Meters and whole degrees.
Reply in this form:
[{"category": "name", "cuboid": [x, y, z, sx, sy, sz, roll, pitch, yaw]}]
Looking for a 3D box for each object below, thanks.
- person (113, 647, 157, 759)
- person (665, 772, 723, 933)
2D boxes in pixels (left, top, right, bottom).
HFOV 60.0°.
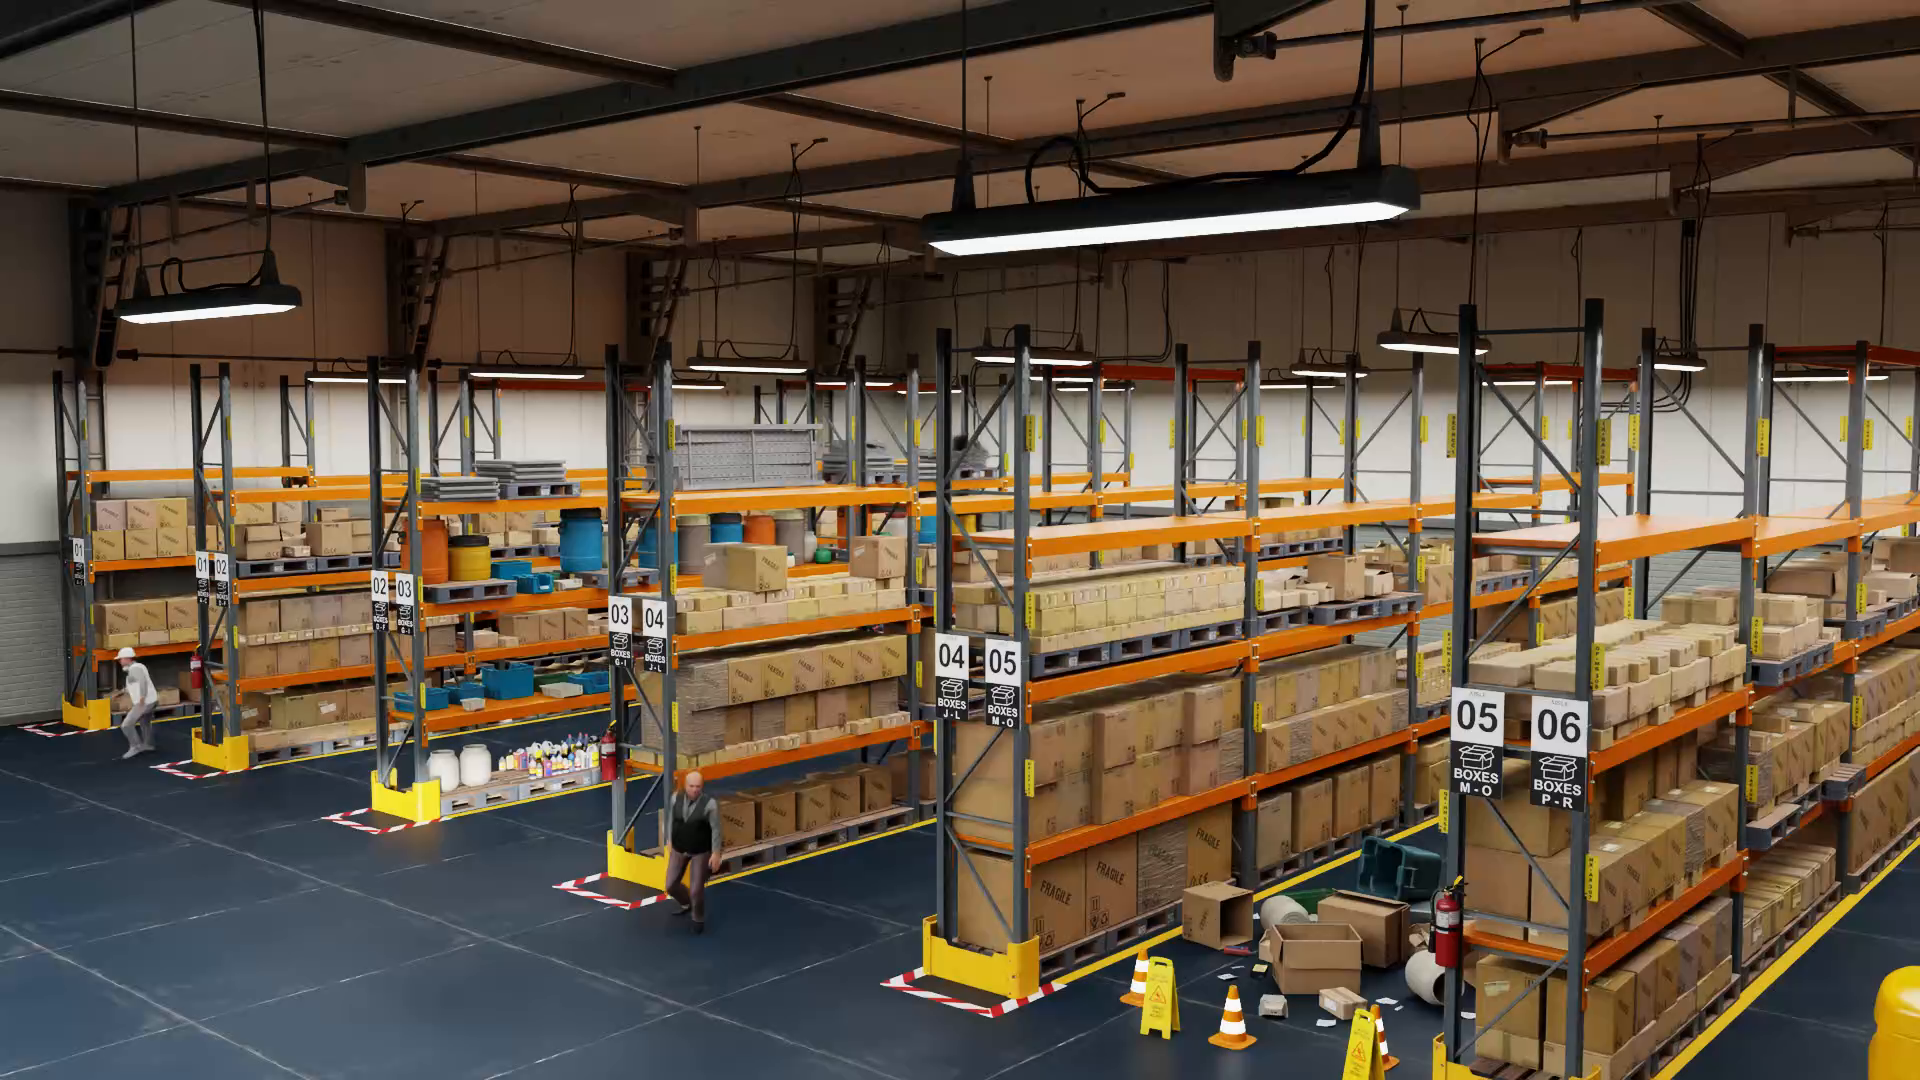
[{"category": "person", "cuboid": [-12.670, 2.474, 25.538, 0.620, 1.692, 0.903, -2, 5, -24]}, {"category": "person", "cuboid": [-2.682, 3.121, 16.755, 0.692, 1.672, 0.567, 1, 4, 15]}]
